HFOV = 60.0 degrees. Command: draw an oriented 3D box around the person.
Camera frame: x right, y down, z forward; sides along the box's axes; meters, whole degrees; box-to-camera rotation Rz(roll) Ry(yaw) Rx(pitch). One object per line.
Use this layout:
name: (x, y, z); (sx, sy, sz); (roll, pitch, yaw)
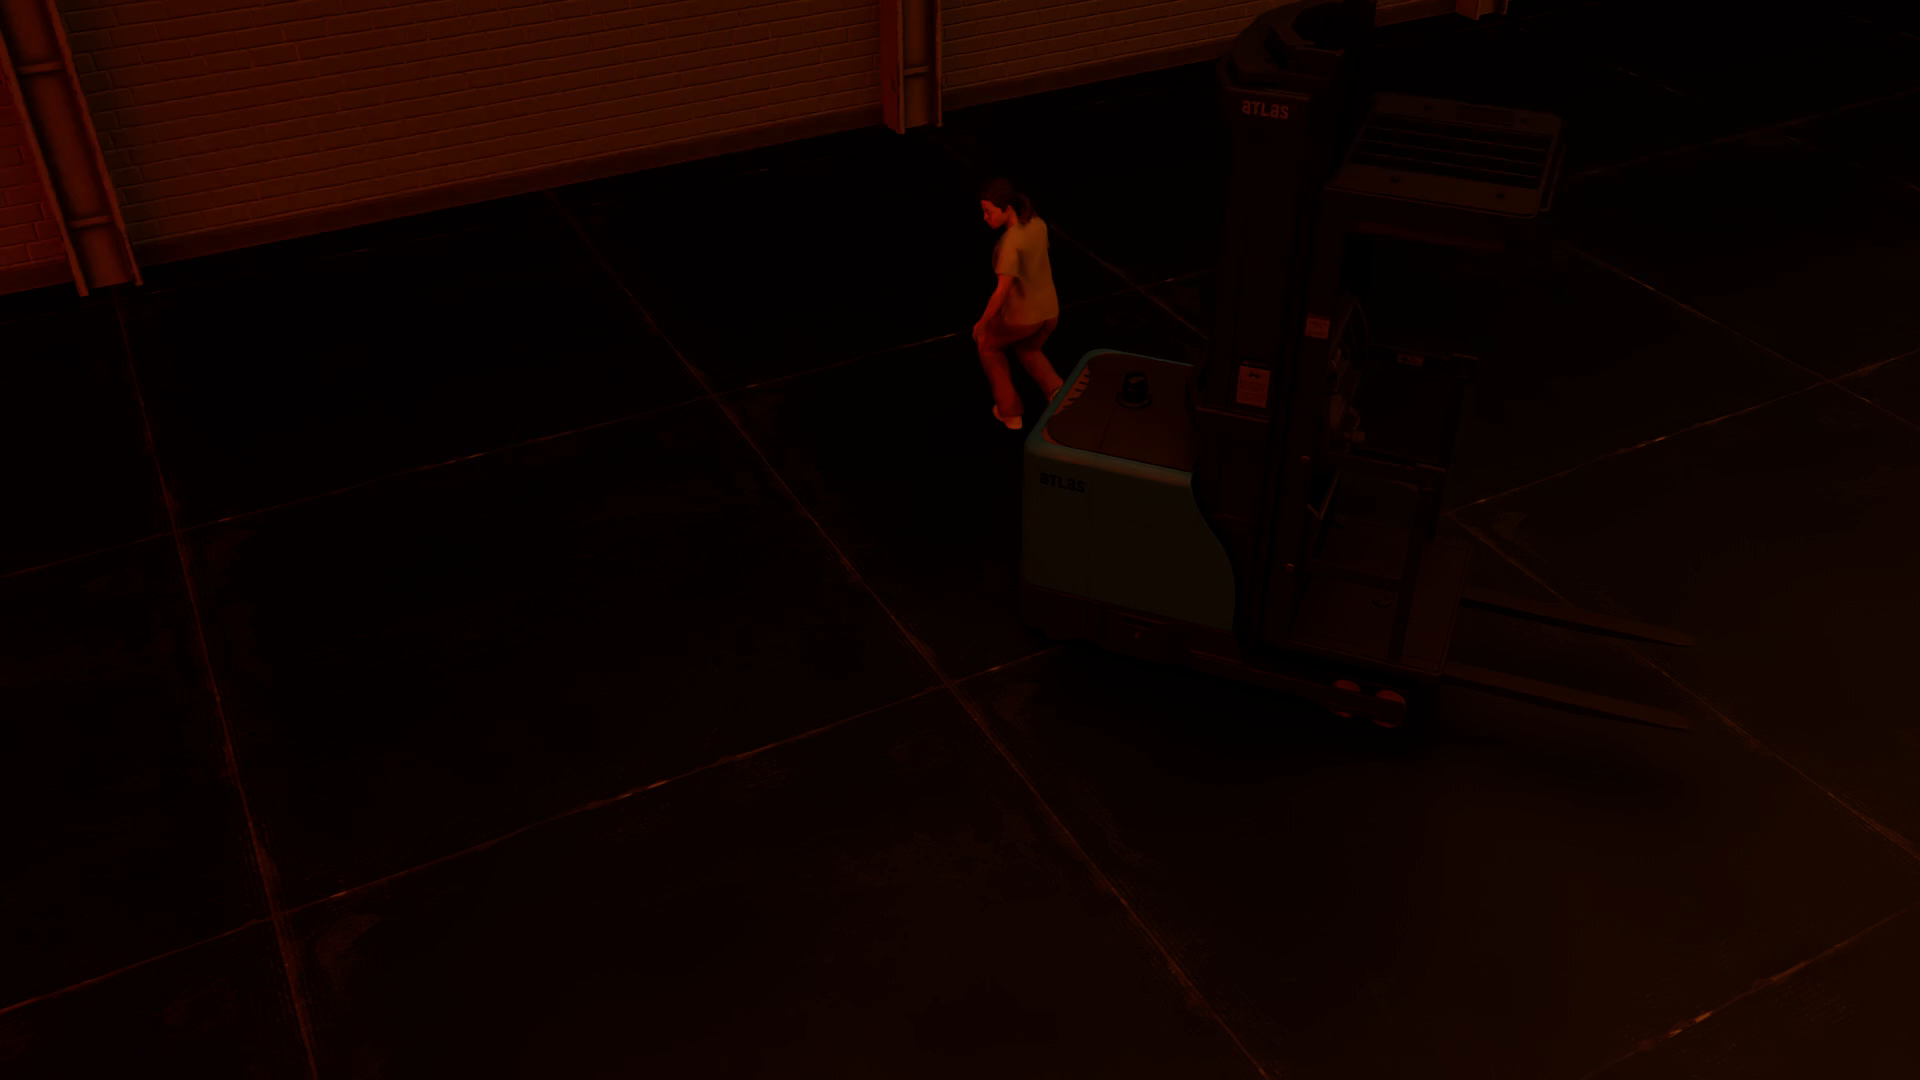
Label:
person: (0.364, -1.285, 9.231); (0.740, 1.472, 0.631); (-28, 44, -34)

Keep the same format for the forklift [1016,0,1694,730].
forklift: (1.841, -0.705, 7.120); (3.031, 2.935, 1.130); (13, 37, 17)
